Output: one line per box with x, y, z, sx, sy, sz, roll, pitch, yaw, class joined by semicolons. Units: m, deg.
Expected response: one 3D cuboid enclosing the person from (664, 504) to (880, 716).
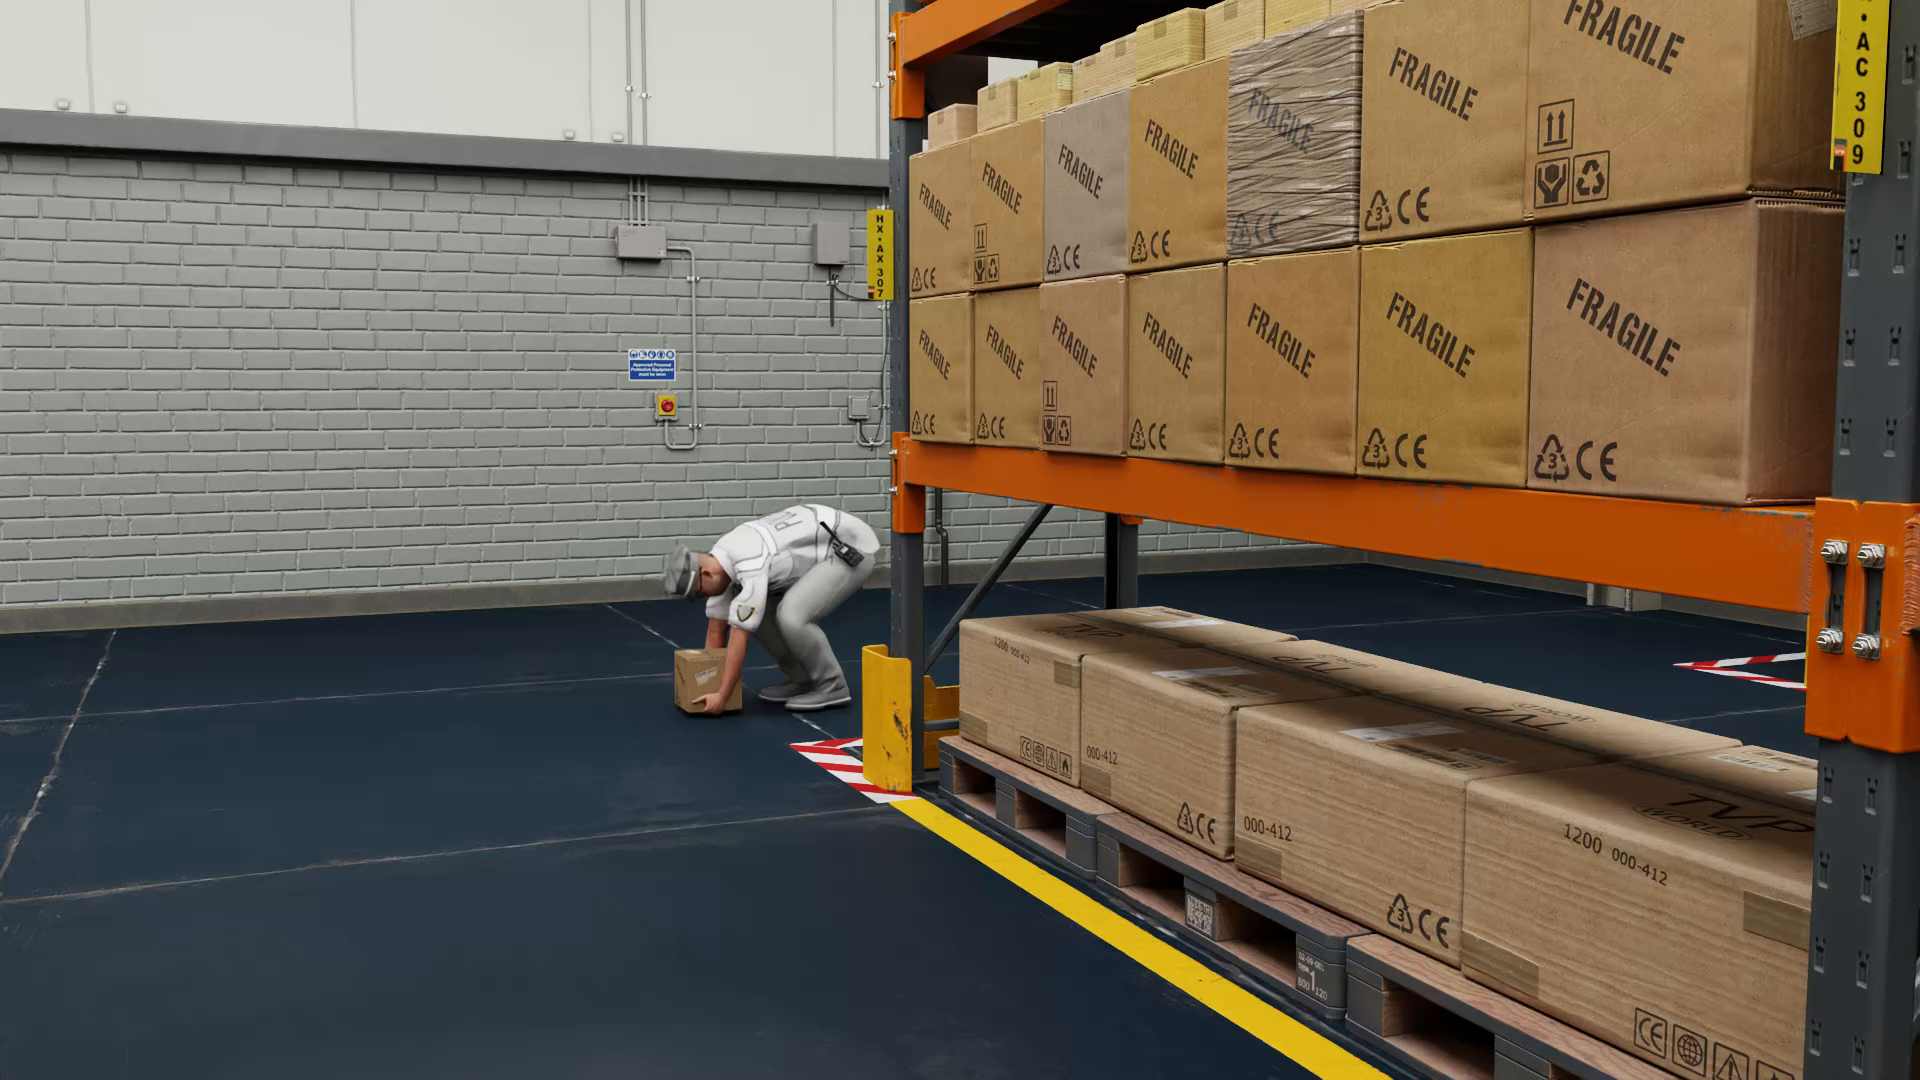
-0.874;0.314;7.733;1.023;0.939;0.533;-3;6;-26;person
